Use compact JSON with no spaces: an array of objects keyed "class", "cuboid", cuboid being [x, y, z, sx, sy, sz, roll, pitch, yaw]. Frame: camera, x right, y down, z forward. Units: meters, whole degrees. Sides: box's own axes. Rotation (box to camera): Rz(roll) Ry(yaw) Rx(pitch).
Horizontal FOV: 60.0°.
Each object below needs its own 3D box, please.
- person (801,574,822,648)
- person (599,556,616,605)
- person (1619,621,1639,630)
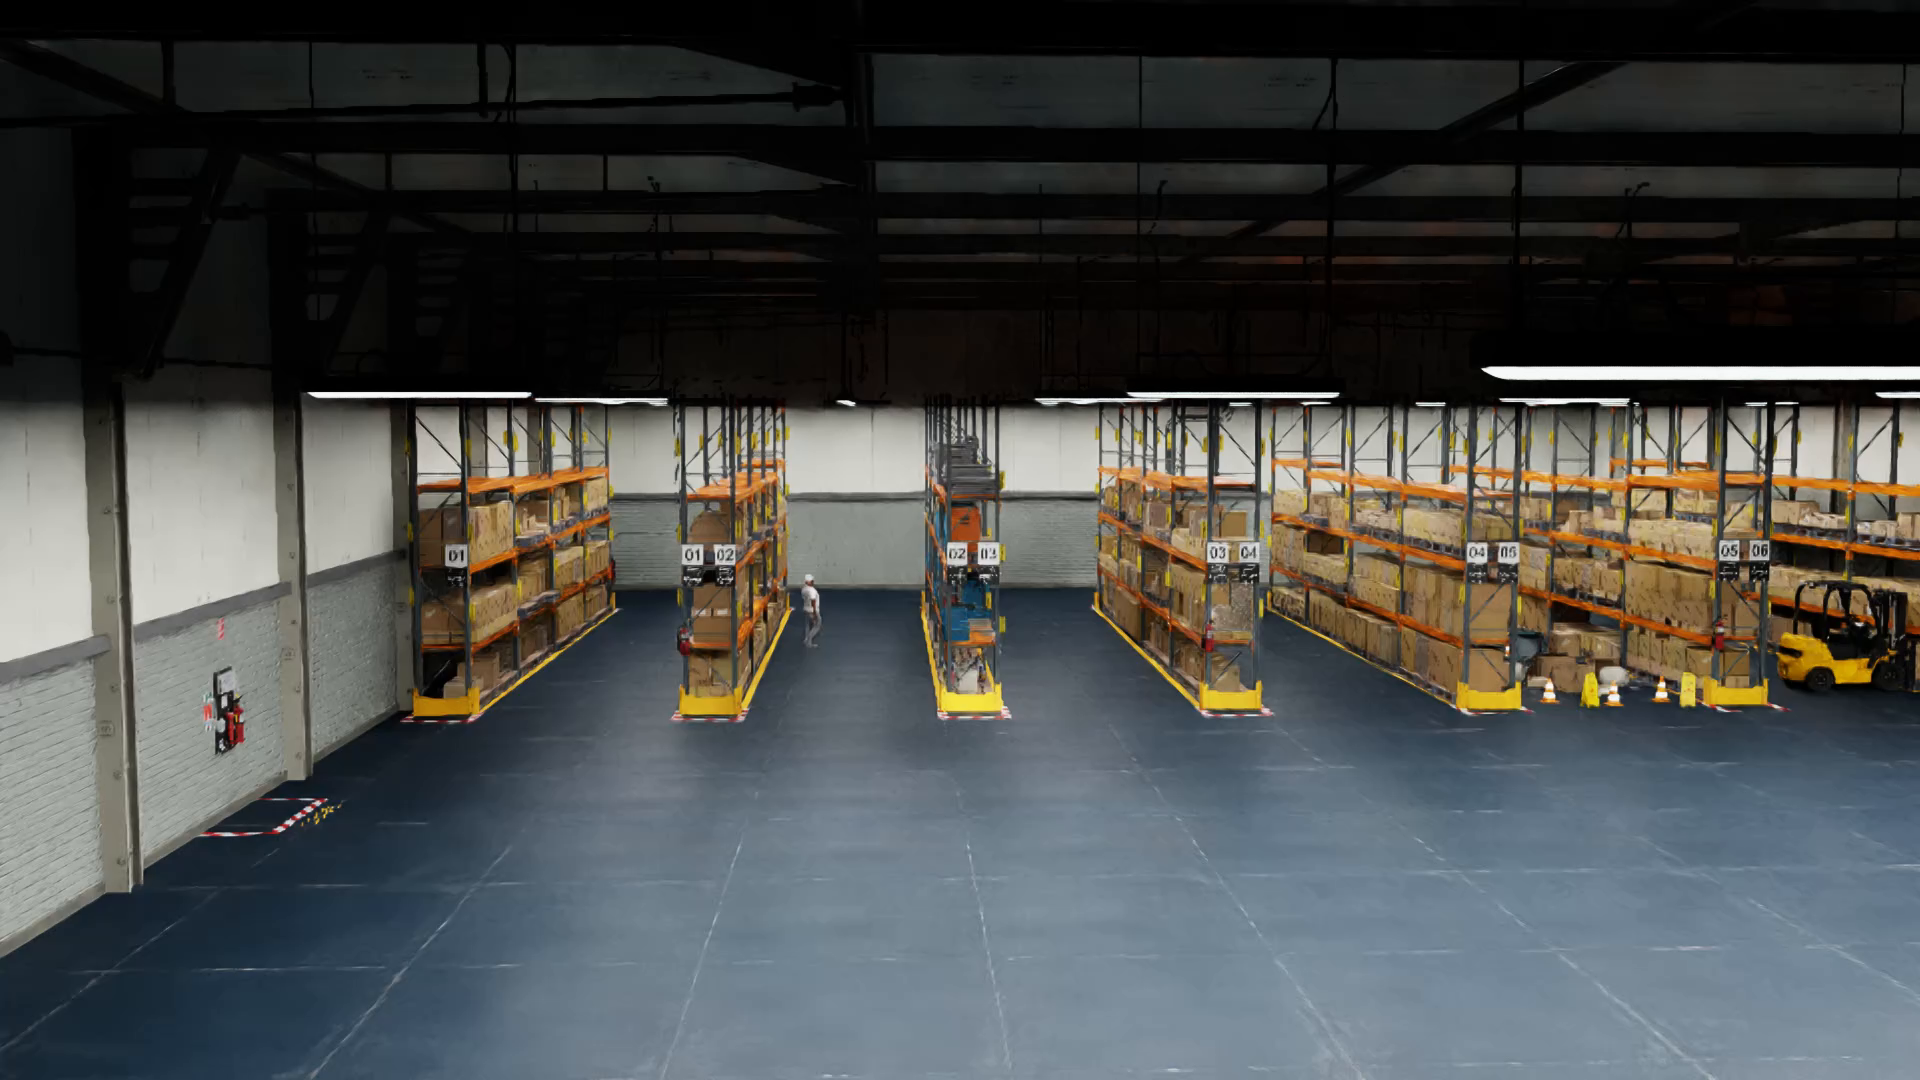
[{"class":"person","cuboid":[-3.571,1.707,39.720,0.456,1.752,0.607,-3,5,-33]},{"class":"person","cuboid":[-10.360,1.108,48.311,0.503,1.611,0.720,4,6,42]},{"class":"person","cuboid":[17.325,1.431,42.874,0.594,1.782,0.678,2,5,21]}]
